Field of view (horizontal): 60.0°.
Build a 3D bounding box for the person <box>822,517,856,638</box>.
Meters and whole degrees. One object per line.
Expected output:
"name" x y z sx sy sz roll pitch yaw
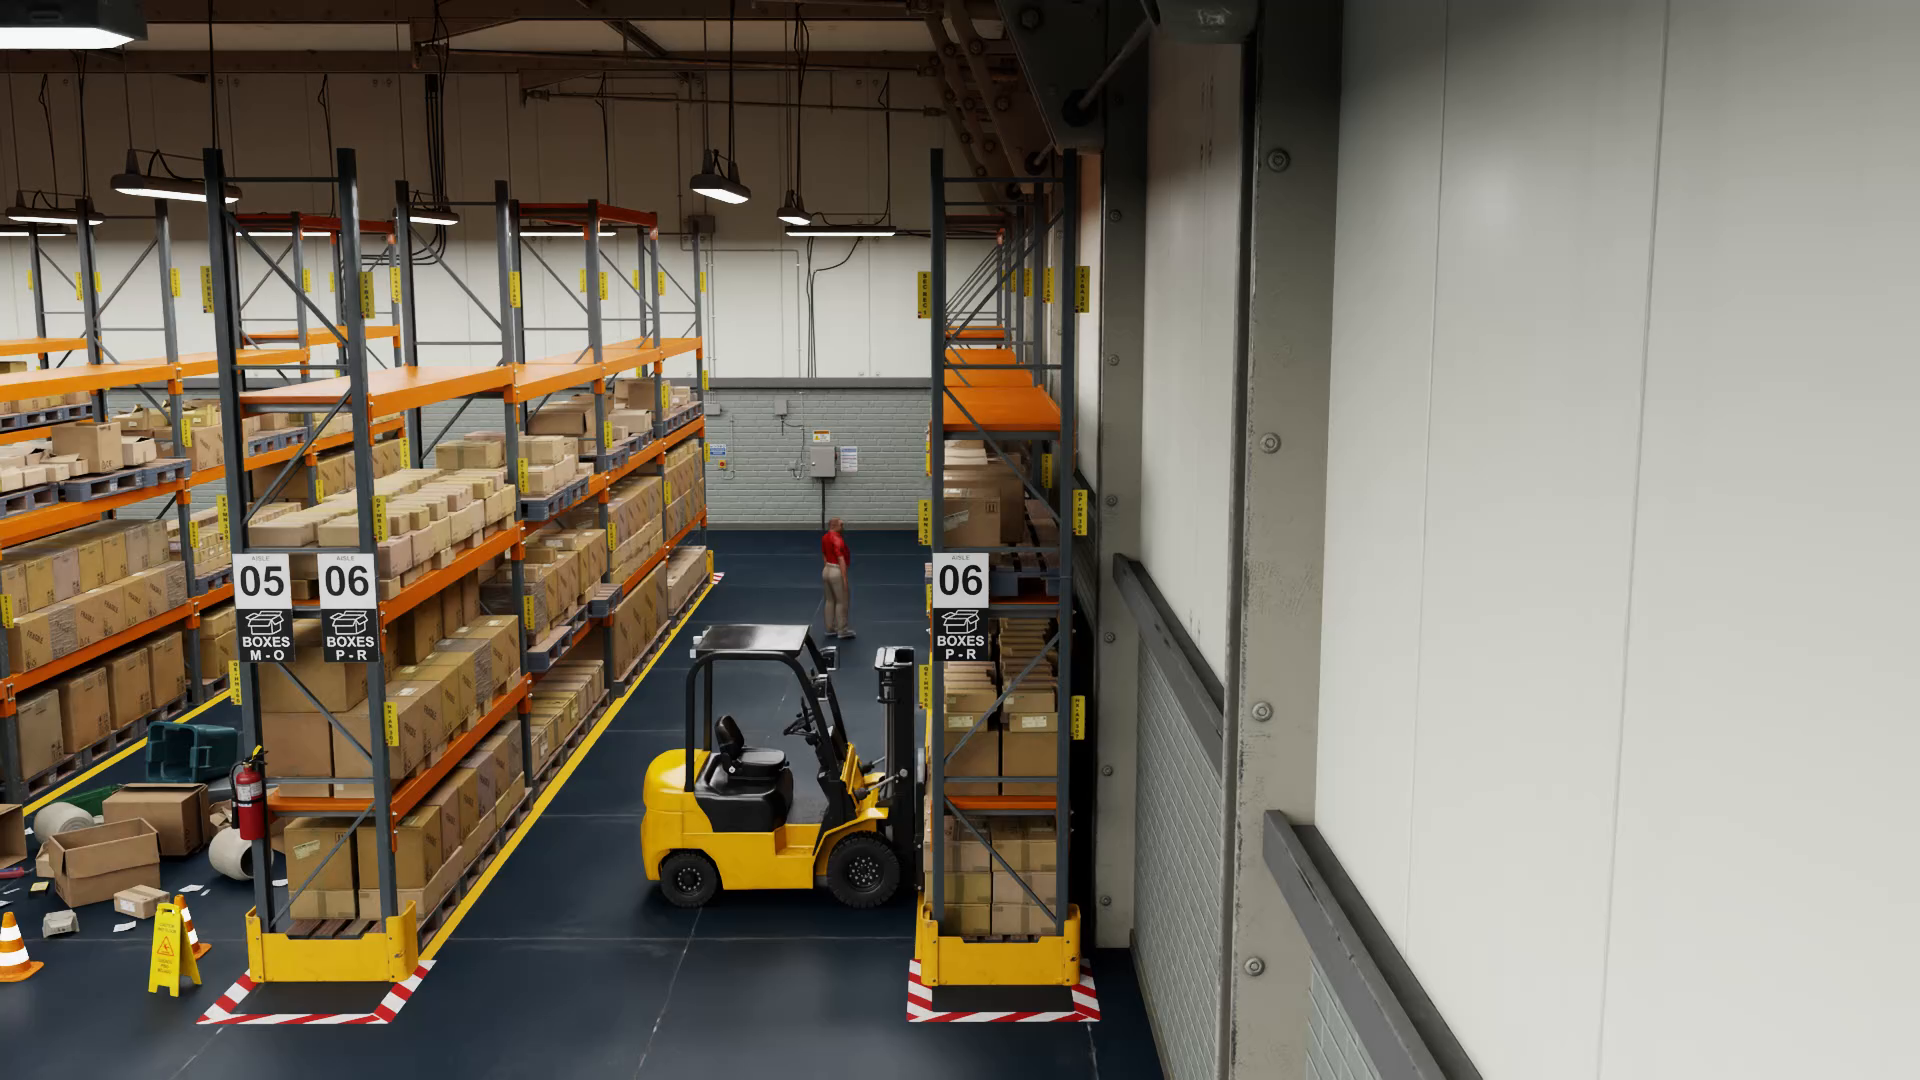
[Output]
"person" -1.733 0.519 23.733 0.417 1.727 0.595 -6 11 -35
